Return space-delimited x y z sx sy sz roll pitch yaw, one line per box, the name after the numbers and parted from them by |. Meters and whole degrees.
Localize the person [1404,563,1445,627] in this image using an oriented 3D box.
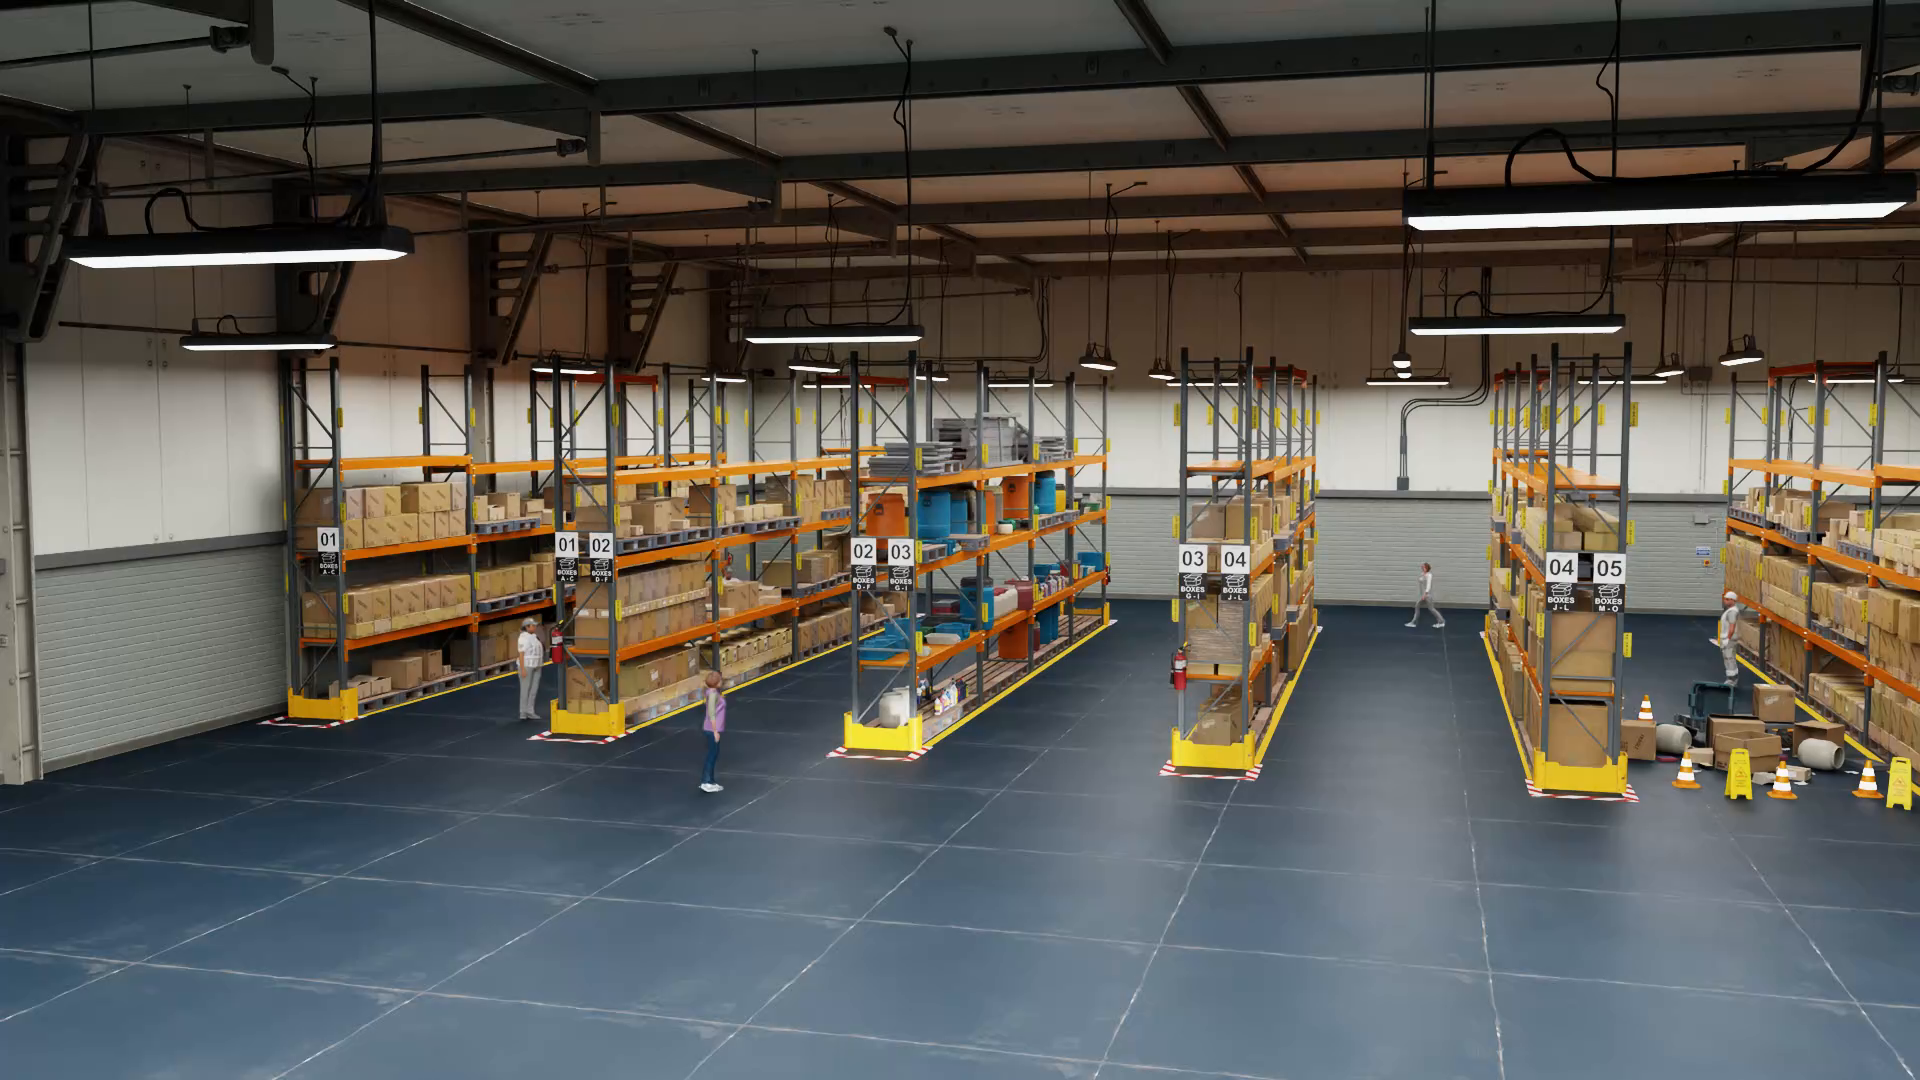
11.051 1.310 39.479 0.913 1.548 0.483 0 4 4 | person

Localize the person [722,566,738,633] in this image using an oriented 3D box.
-5.127 1.438 36.493 0.529 1.746 0.911 1 4 17 | person

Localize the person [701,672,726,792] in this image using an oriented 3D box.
-3.318 2.572 22.343 0.344 1.622 0.561 -1 4 -10 | person

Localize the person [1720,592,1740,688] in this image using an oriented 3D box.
14.209 1.860 30.715 0.375 1.814 0.556 3 5 38 | person

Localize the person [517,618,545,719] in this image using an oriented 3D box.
-7.158 2.154 27.705 0.388 1.702 0.592 2 5 24 | person
